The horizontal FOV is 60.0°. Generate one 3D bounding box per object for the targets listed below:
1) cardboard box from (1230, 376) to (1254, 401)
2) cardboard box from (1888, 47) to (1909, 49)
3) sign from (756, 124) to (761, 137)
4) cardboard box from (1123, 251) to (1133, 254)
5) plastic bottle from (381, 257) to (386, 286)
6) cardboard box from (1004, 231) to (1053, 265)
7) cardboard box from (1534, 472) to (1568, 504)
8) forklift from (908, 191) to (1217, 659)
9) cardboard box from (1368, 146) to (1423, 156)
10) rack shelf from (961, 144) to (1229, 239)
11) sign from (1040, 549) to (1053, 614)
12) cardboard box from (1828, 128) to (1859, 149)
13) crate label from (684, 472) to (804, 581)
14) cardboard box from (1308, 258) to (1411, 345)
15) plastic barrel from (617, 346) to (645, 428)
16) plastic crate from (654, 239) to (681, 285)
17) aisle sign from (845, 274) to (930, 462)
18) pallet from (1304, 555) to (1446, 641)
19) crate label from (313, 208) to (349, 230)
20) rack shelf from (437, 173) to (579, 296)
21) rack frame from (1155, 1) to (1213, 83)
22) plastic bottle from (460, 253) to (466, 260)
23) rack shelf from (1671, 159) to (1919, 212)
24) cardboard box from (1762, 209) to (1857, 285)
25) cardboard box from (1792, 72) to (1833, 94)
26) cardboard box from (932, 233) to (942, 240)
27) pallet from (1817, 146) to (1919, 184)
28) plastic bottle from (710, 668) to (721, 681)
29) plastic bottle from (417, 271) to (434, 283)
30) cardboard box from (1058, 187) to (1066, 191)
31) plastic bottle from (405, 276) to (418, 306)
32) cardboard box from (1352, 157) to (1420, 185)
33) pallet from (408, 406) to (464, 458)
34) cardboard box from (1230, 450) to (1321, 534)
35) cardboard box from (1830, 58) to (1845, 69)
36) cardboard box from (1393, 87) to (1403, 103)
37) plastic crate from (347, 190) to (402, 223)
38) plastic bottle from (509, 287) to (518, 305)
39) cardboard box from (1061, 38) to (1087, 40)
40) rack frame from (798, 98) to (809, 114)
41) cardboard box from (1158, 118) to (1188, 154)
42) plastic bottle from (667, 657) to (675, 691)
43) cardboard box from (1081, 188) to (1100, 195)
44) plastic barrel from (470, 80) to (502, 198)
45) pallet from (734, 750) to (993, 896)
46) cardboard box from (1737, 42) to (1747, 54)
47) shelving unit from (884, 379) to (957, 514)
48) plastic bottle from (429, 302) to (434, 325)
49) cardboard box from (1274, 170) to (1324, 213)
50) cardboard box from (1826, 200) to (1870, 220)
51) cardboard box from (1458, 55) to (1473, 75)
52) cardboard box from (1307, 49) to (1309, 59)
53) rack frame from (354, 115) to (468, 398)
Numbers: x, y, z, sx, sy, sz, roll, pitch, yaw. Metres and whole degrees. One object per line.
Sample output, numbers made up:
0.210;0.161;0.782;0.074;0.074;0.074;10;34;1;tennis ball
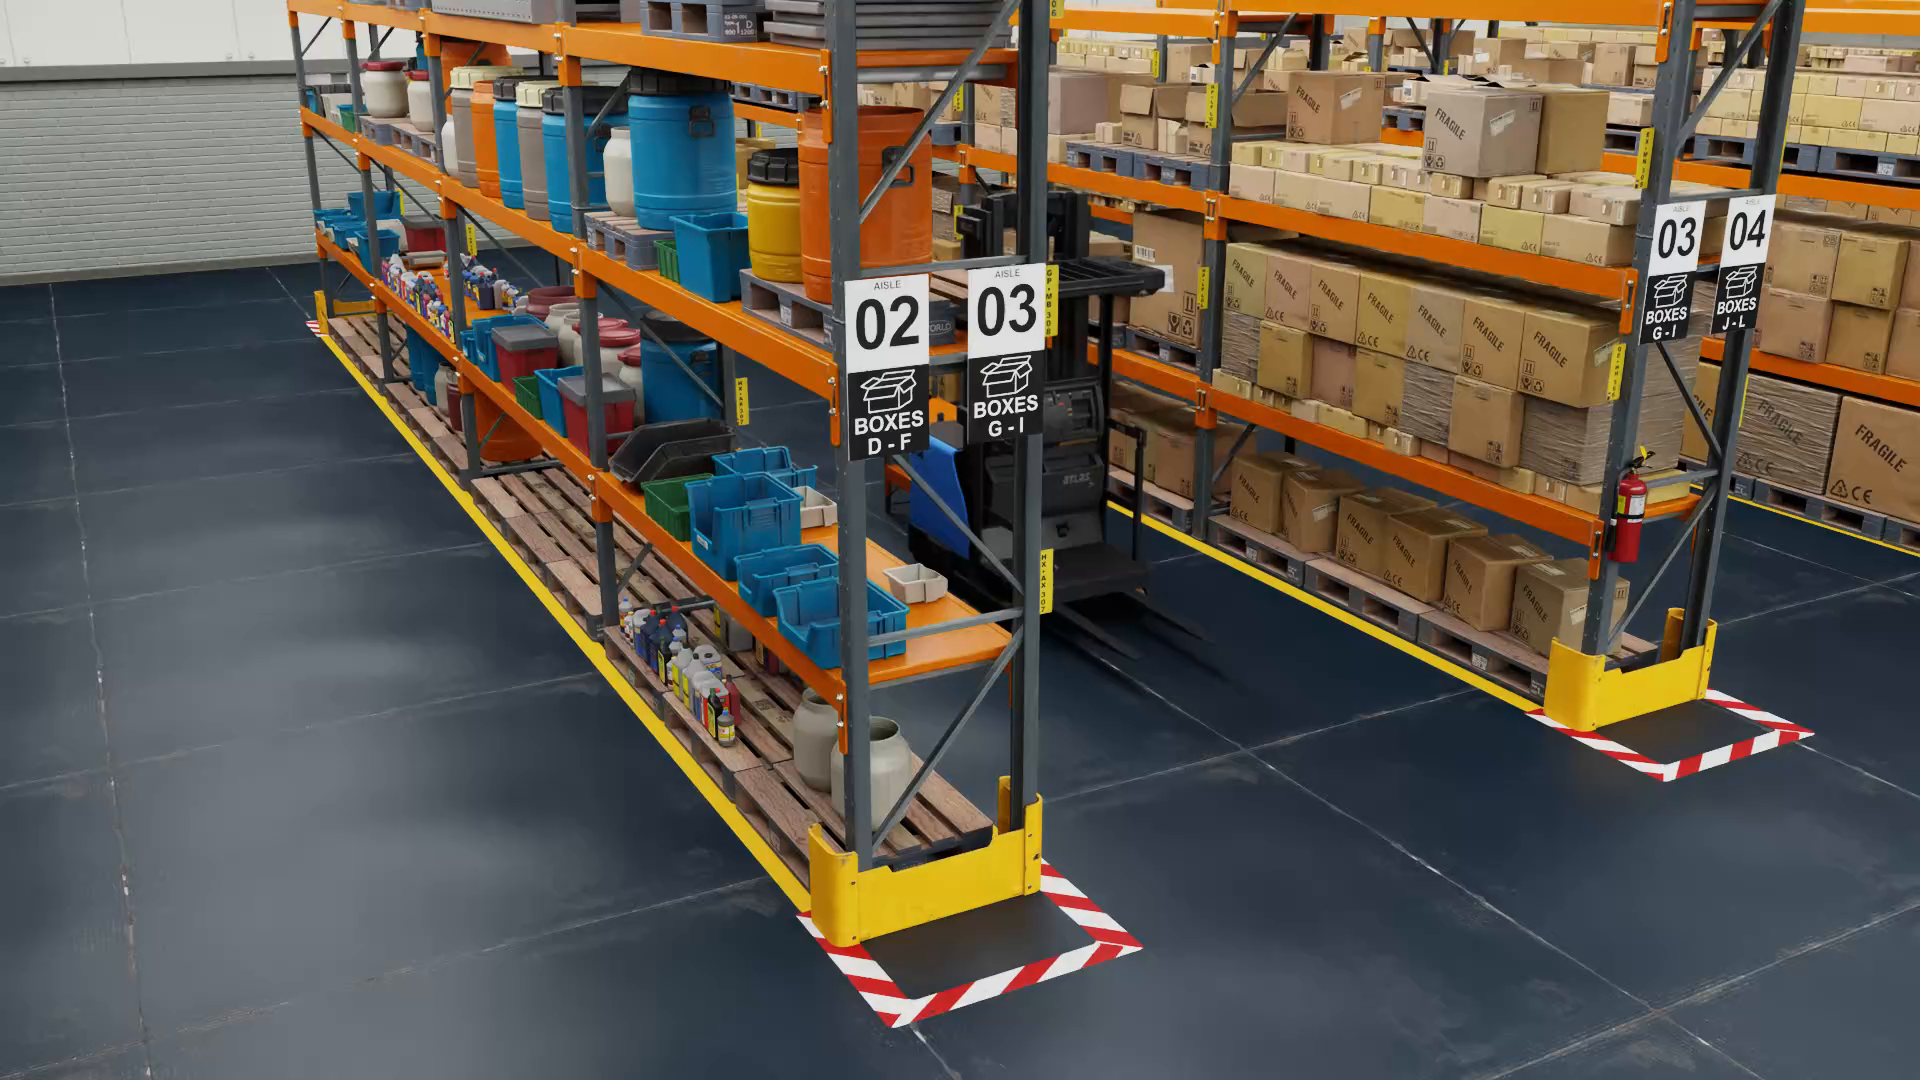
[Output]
2.321;-1.197;12.886;0.380;0.149;0.250;-10;21;-27;cardboard box
13.421;-6.923;23.661;0.380;0.149;0.250;-10;21;-27;cardboard box
-2.838;-5.682;23.361;0.100;0.325;0.005;-10;21;-27;sign
2.257;-3.952;23.299;0.380;0.149;0.250;-9;21;-25;cardboard box
-5.983;-2.801;17.328;0.061;0.283;0.133;-10;21;-27;plastic bottle
0.769;-2.743;16.185;0.500;0.500;0.500;-13;23;-33;cardboard box
3.841;-0.352;10.439;0.380;0.149;0.250;-10;21;-27;cardboard box
0.716;-0.899;11.742;1.130;2.935;3.031;-10;21;-26;forklift
3.181;-2.760;12.051;0.380;0.149;0.250;-11;22;-28;cardboard box
1.427;-3.150;14.665;1.077;0.370;4.000;-10;21;-27;rack shelf
0.403;0.203;8.020;0.100;0.325;0.005;-10;21;-27;sign
7.270;-3.259;13.468;0.380;0.149;0.250;-10;21;-27;cardboard box
-1.195;-0.085;9.226;0.502;0.435;0.616;-10;21;-27;crate label
2.842;-1.703;11.825;0.500;0.500;0.500;-10;21;-27;cardboard box
-2.244;-1.103;12.022;0.433;0.535;0.433;0;19;0;plastic barrel
-1.473;-1.553;9.260;0.336;0.188;0.450;-10;21;-27;plastic crate
-0.310;-0.744;7.205;0.394;0.787;0.004;-10;21;-27;aisle sign
3.310;0.358;12.269;1.003;0.211;1.213;-10;21;-27;pallet
-7.853;-4.003;20.797;0.416;0.233;0.303;-10;21;-27;crate label
-2.932;-2.383;12.442;1.077;0.370;4.000;-10;21;-27;rack shelf
2.991;-7.369;21.192;1.000;3.000;0.127;-10;21;-27;rack frame
-5.310;-2.905;17.643;0.152;0.276;0.135;-10;21;-27;plastic bottle
7.739;-2.741;13.480;1.077;0.370;4.000;-10;21;-27;rack shelf
7.298;-2.567;14.587;0.875;0.550;0.550;-10;21;-27;cardboard box
7.026;-3.783;13.763;0.380;0.149;0.250;-10;22;-28;cardboard box
-0.207;-2.941;17.401;0.500;0.500;0.500;-10;22;-27;cardboard box
7.744;-3.027;13.342;1.003;0.211;1.213;-10;21;-27;pallet
-1.499;0.879;10.102;0.097;0.201;0.097;0;19;0;plastic bottle
-5.323;-2.534;16.567;0.152;0.276;0.135;-10;21;-27;plastic bottle
1.638;-5.057;24.073;0.380;0.149;0.250;-10;22;-28;cardboard box
-5.347;-2.444;16.306;0.152;0.276;0.135;-10;21;-27;plastic bottle
2.912;-2.524;11.367;0.380;0.149;0.250;-10;22;-28;cardboard box
-4.868;-1.130;16.583;1.003;0.211;1.213;-10;21;-27;pallet
2.531;-0.394;13.362;0.500;0.500;0.500;-11;22;-28;cardboard box
12.746;-6.852;23.909;0.380;0.149;0.250;-10;21;-26;cardboard box
4.908;-4.810;17.961;0.380;0.149;0.250;-11;22;-29;cardboard box
-7.357;-4.153;20.923;0.616;0.435;0.499;-10;21;-27;plastic crate
-4.226;-2.267;15.800;0.097;0.271;0.097;0;19;0;plastic bottle
1.661;-7.244;24.280;0.380;0.149;0.250;-11;22;-28;cardboard box
-1.422;-3.794;20.029;1.000;3.000;0.127;-10;21;-27;rack frame
1.842;-3.305;13.574;0.396;0.266;0.258;-9;21;-25;cardboard box
-1.761;0.819;10.274;0.097;0.201;0.097;0;19;0;plastic bottle
2.032;-5.109;23.229;0.500;0.500;0.500;-10;21;-27;cardboard box
-3.372;-3.043;12.593;0.600;0.830;0.708;-10;21;-27;plastic barrel
-0.542;1.487;8.997;1.003;0.211;1.213;-10;21;-27;pallet
11.839;-7.416;25.059;0.380;0.149;0.250;-10;22;-28;cardboard box
-0.183;-0.647;13.782;0.538;1.125;1.048;-10;21;-26;shelving unit
-4.875;-2.105;15.437;0.097;0.201;0.097;0;19;0;plastic bottle
2.620;-2.525;11.981;0.500;0.250;0.500;-10;22;-27;cardboard box
10.200;-3.807;18.814;0.500;0.500;0.500;-9;21;-25;cardboard box
7.229;-6.684;23.368;0.396;0.266;0.258;-10;22;-27;cardboard box
5.714;-7.674;26.263;0.380;0.149;0.250;-9;21;-25;cardboard box
-5.781;-3.027;17.805;1.000;3.000;0.127;-10;21;-27;rack frame
